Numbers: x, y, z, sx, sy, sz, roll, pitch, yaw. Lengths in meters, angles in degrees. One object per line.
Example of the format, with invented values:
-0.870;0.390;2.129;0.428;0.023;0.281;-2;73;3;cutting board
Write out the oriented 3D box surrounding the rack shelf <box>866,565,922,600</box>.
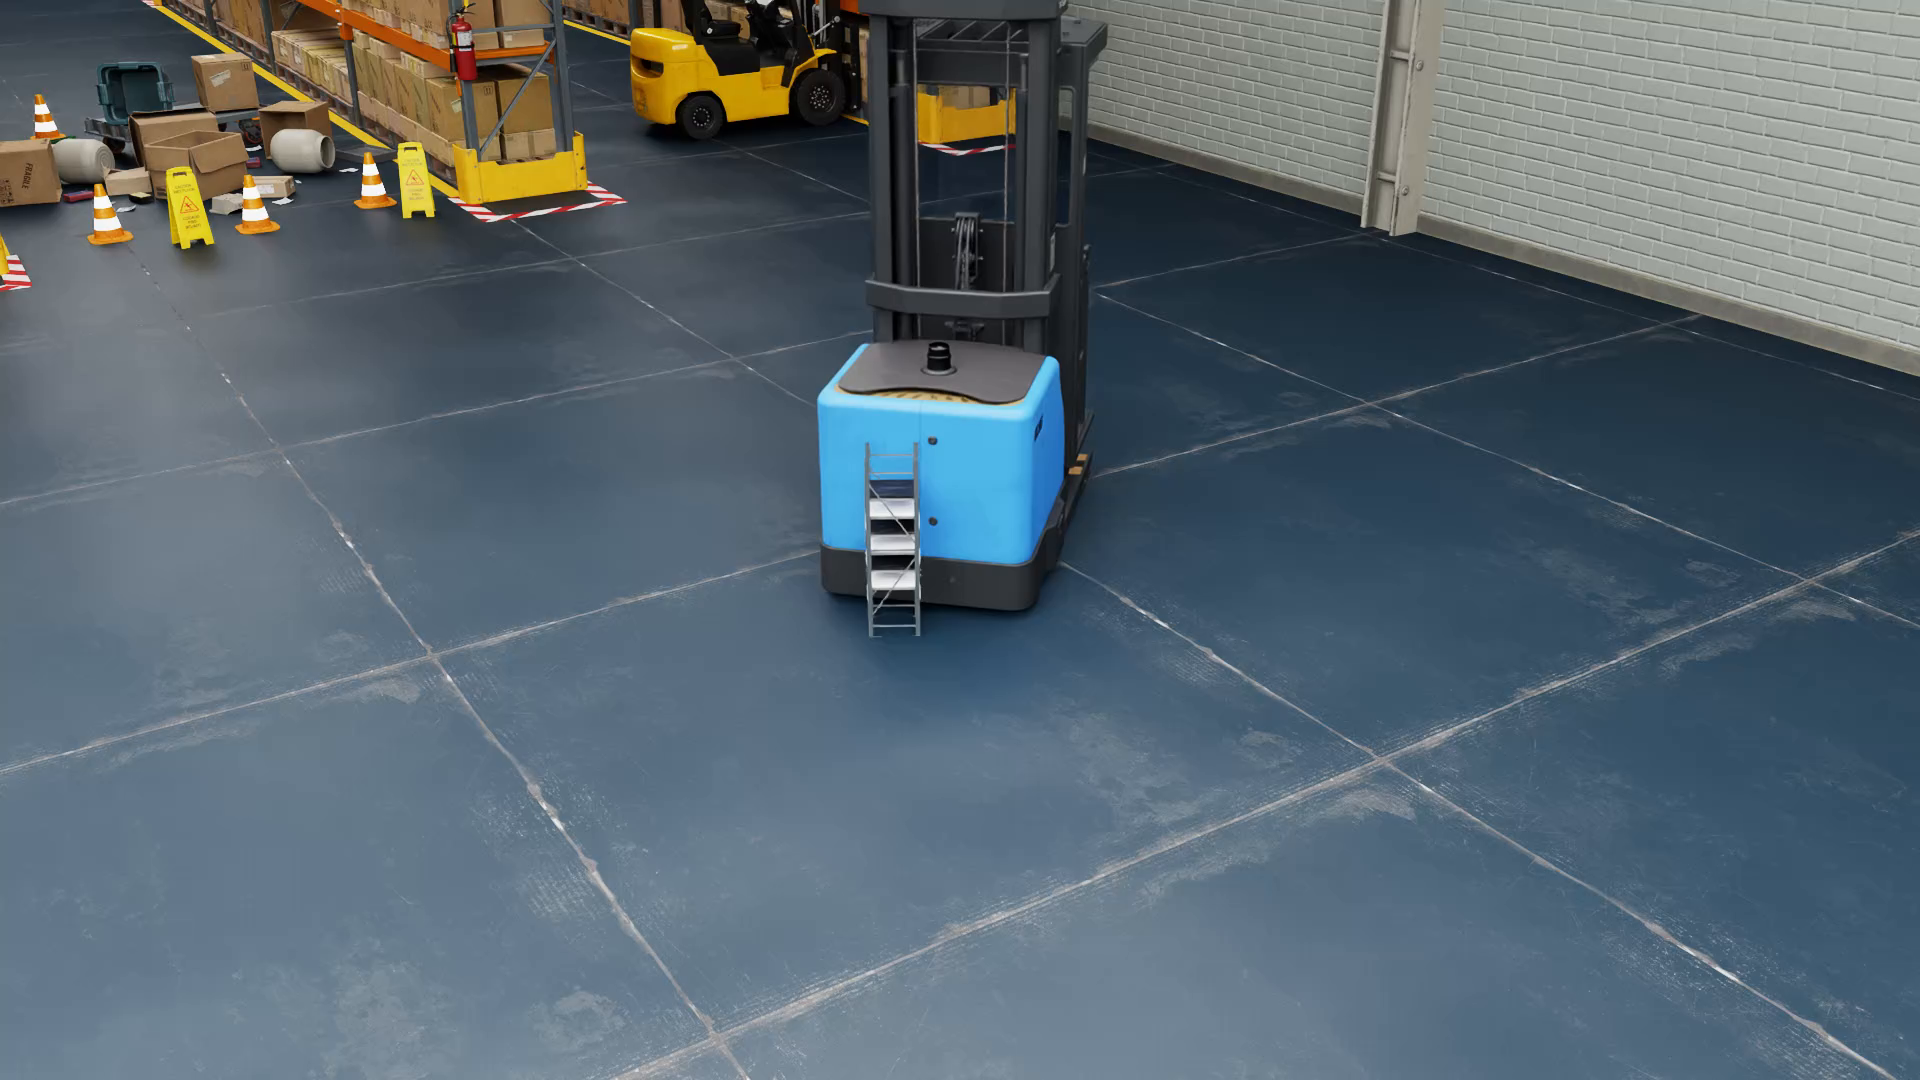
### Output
-0.309;0.199;7.775;0.258;0.077;0.200;-1;25;-1;rack shelf

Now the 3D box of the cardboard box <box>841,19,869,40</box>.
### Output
-1.258;-5.792;19.063;0.500;0.250;0.500;-16;30;-31;cardboard box

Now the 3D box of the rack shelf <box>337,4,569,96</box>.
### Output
-5.157;-4.991;16.651;1.077;0.370;4.000;-16;29;-30;rack shelf

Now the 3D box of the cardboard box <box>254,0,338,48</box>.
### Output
-8.739;-6.958;21.971;0.875;0.875;0.875;-16;30;-30;cardboard box

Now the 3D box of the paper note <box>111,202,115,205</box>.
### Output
-7.805;-3.095;15.294;0.032;0.001;0.123;-1;25;-3;paper note

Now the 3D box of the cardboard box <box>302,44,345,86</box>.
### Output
-7.313;-5.725;19.949;0.950;0.372;0.625;-14;29;-28;cardboard box

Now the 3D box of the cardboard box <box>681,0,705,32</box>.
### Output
-3.215;-7.037;22.433;0.875;0.625;0.625;-17;30;-32;cardboard box

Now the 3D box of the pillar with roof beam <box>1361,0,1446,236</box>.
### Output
0.136;-5.781;10.456;9.100;9.000;0.400;-16;29;-30;pillar with roof beam

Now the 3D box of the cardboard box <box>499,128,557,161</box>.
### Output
-4.273;-3.900;16.227;0.500;0.250;0.500;-16;30;-30;cardboard box

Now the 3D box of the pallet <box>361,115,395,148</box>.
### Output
-5.852;-4.538;18.116;1.003;0.211;1.213;-16;29;-30;pallet

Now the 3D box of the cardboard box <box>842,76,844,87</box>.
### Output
-1.261;-5.341;19.280;0.500;0.250;0.500;-15;29;-28;cardboard box

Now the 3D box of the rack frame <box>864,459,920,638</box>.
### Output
-0.306;0.049;7.592;0.240;0.900;0.006;-1;25;-1;rack frame

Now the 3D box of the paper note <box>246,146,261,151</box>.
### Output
-7.388;-4.102;17.403;0.148;0.019;0.142;-16;29;-30;paper note

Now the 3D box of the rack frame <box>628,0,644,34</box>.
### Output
-4.275;-8.620;23.496;1.000;3.000;0.127;-16;29;-30;rack frame

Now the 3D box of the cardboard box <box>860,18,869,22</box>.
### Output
-0.826;-5.917;19.329;0.500;0.250;0.500;-16;30;-31;cardboard box

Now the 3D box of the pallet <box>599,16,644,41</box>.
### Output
-4.651;-7.635;24.676;1.003;0.211;1.213;-16;29;-30;pallet

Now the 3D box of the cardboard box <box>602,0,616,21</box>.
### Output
-4.951;-7.962;24.539;0.500;0.500;0.500;-16;30;-30;cardboard box

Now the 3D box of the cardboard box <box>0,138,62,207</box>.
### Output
-8.633;-3.396;15.356;0.500;0.500;0.500;-10;27;-21;cardboard box

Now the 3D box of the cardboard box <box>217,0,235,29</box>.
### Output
-10.210;-7.919;24.007;0.875;0.875;0.875;-15;29;-28;cardboard box

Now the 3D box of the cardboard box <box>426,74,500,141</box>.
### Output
-4.721;-4.112;15.797;0.500;0.500;0.500;-15;29;-29;cardboard box

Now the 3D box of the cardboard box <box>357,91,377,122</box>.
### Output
-6.152;-4.704;17.929;0.500;0.250;0.500;-17;30;-32;cardboard box

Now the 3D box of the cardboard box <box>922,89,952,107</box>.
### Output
-0.429;-4.800;18.132;0.500;0.250;0.500;-15;29;-29;cardboard box

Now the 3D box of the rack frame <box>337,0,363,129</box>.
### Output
-6.248;-6.031;18.012;1.000;3.000;0.127;-16;29;-30;rack frame

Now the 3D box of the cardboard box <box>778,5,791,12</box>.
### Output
-2.090;-6.342;20.228;0.500;0.250;0.500;-16;30;-30;cardboard box

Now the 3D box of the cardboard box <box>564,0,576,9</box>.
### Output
-5.816;-8.517;25.715;0.500;0.500;0.500;-17;30;-31;cardboard box

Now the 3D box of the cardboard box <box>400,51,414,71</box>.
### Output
-5.254;-4.706;16.296;0.380;0.149;0.250;-14;29;-27;cardboard box

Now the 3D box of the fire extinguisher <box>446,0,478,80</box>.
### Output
-4.388;-4.417;14.684;0.296;0.674;0.183;-16;29;-30;fire extinguisher

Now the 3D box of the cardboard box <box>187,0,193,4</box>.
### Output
-11.848;-8.817;26.422;0.875;0.438;0.875;-15;29;-28;cardboard box

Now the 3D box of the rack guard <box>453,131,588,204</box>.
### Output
-4.106;-3.497;15.573;1.175;0.500;0.348;-16;29;-30;rack guard

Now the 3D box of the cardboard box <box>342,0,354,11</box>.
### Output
-6.345;-5.730;17.669;0.380;0.149;0.250;-16;29;-30;cardboard box

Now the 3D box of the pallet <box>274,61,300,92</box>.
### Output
-8.007;-5.921;21.046;1.003;0.211;1.213;-16;29;-30;pallet

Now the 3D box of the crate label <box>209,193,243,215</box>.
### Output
-6.606;-3.046;15.041;0.298;0.136;0.250;12;28;24;crate label

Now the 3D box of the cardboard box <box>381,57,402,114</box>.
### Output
-5.569;-4.668;16.976;0.500;0.500;0.500;-14;29;-27;cardboard box

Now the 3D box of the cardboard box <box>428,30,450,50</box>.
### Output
-4.679;-4.636;15.350;0.380;0.149;0.250;-16;30;-30;cardboard box

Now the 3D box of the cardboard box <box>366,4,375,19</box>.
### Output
-5.887;-5.468;17.113;0.380;0.149;0.250;-15;29;-28;cardboard box

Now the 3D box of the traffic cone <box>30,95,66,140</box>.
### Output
-9.807;-4.526;17.795;0.336;0.463;0.334;-16;29;-30;traffic cone

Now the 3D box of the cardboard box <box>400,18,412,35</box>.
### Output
-5.205;-5.012;16.148;0.380;0.149;0.250;-16;30;-30;cardboard box

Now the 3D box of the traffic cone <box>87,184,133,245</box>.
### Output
-7.257;-2.785;14.107;0.336;0.463;0.334;-16;29;-30;traffic cone

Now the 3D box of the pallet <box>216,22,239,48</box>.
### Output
-10.131;-7.373;24.122;1.003;0.211;1.213;-16;29;-30;pallet

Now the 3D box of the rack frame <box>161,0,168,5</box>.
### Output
-12.799;-10.323;27.104;1.000;3.000;0.127;-16;29;-30;rack frame

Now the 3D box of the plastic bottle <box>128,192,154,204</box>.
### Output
-7.599;-3.172;15.398;0.283;0.061;0.133;18;31;33;plastic bottle

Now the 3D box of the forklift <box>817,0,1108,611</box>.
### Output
0.137;-1.595;8.696;1.130;2.935;3.031;5;26;11;forklift

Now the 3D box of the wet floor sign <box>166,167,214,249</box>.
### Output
-6.482;-2.797;13.920;0.267;0.644;0.232;-22;33;-38;wet floor sign

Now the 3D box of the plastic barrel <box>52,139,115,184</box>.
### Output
-8.436;-3.628;15.940;0.512;0.421;0.421;3;25;6;plastic barrel

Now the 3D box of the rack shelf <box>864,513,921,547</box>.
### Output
-0.309;-0.045;7.659;0.258;0.077;0.200;-1;25;-1;rack shelf

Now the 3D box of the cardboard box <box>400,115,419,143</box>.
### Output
-5.298;-4.147;16.749;0.500;0.250;0.500;-17;30;-31;cardboard box

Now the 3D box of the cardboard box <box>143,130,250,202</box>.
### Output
-7.145;-3.510;15.596;0.637;0.503;0.797;7;26;15;cardboard box

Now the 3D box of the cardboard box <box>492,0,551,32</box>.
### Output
-4.091;-5.014;15.393;0.500;0.500;0.500;-16;30;-30;cardboard box

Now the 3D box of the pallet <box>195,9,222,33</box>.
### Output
-10.965;-7.922;25.284;1.003;0.211;1.213;-16;29;-30;pallet

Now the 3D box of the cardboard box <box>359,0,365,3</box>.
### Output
-5.948;-5.815;17.088;0.500;0.500;0.500;-16;29;-30;cardboard box

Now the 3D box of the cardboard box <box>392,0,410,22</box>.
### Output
-5.132;-5.270;15.935;0.500;0.500;0.500;-16;29;-30;cardboard box

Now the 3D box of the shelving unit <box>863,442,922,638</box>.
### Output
-0.309;0.006;7.683;0.258;0.900;0.210;-1;25;-1;shelving unit

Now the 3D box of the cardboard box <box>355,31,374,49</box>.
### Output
-6.135;-5.278;17.507;0.380;0.149;0.250;-15;29;-29;cardboard box
